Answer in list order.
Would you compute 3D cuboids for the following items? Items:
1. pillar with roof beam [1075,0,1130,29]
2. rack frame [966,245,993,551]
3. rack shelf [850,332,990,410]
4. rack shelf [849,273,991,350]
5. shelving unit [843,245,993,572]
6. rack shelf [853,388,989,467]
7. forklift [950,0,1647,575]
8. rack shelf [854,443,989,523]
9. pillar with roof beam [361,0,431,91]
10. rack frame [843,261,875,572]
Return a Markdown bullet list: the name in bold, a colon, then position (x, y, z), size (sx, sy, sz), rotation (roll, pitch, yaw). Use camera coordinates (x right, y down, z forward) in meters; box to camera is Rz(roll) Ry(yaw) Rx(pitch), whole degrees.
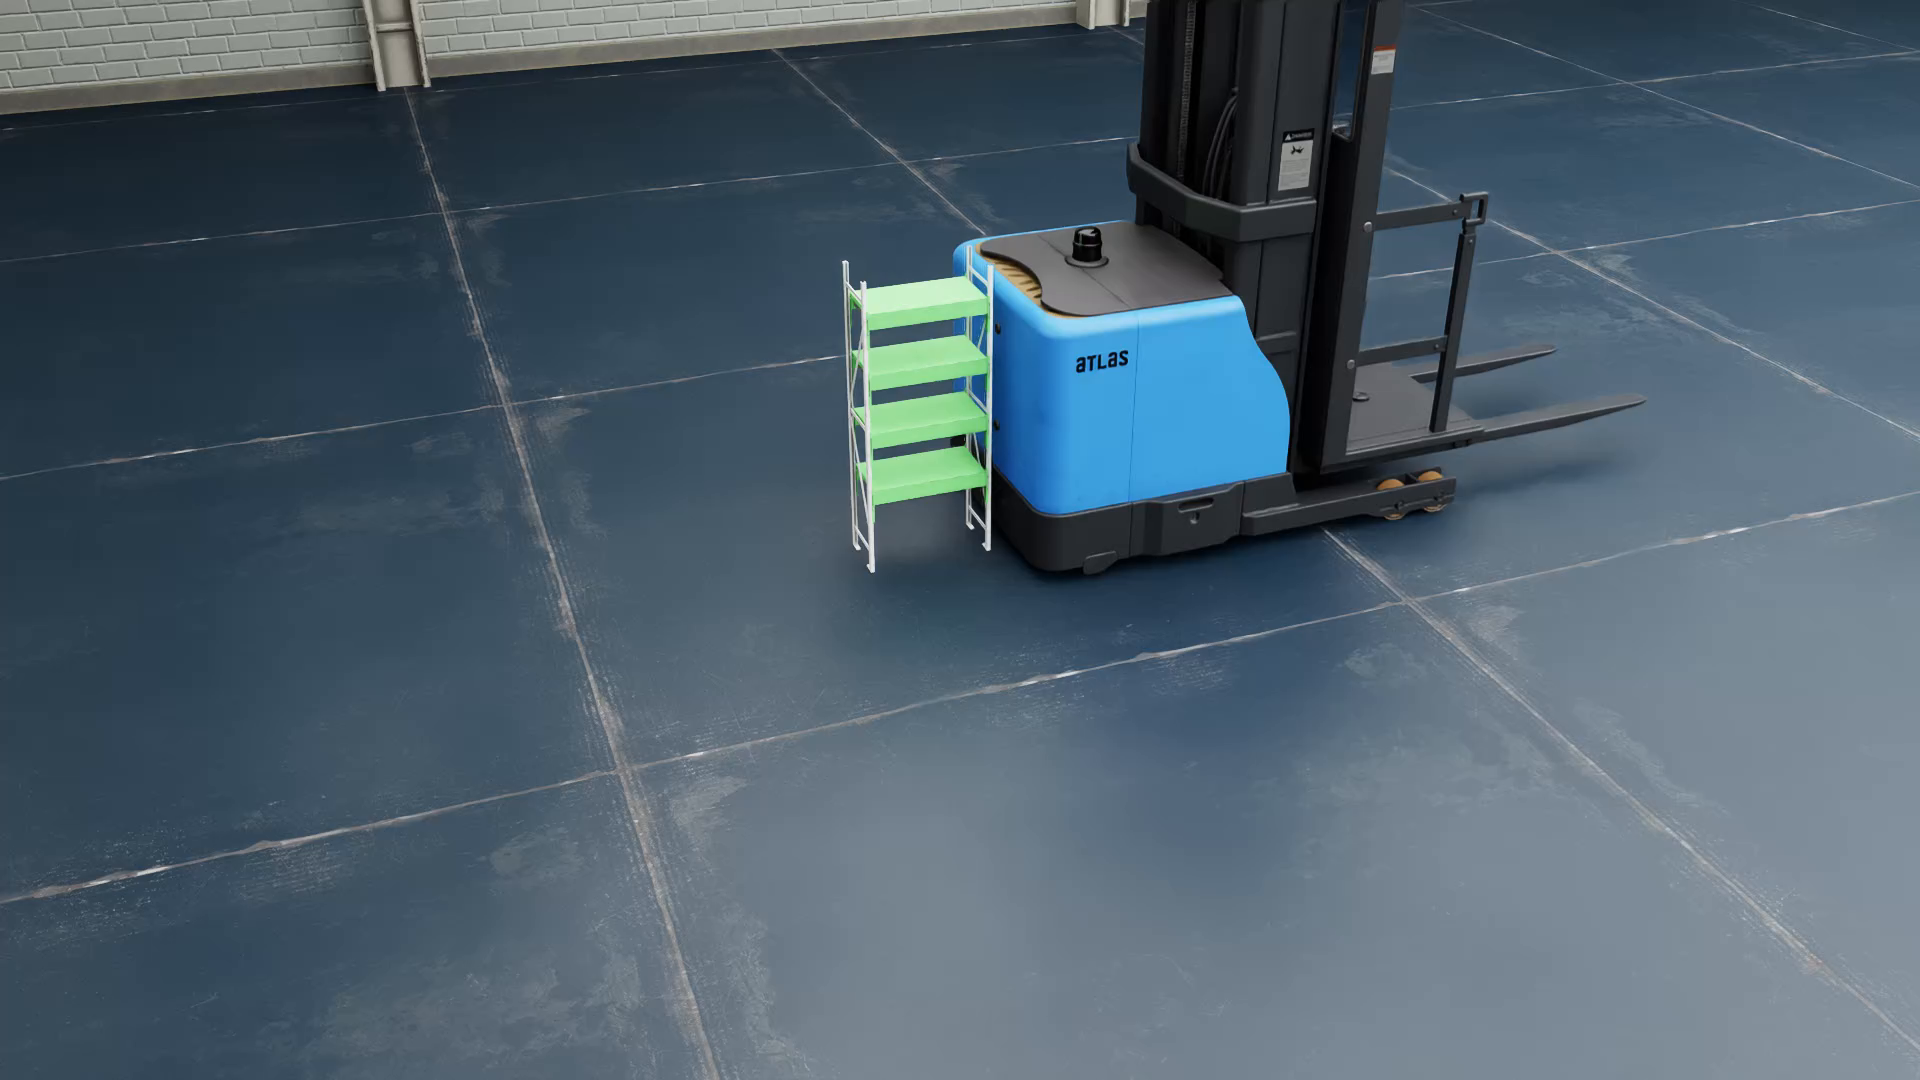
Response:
- **pillar with roof beam**: position (2.767, -6.517, 9.098), size (0.400, 9.000, 9.100), rotation (-10, 31, -18)
- **rack frame**: position (0.074, -0.535, 6.477), size (0.015, 1.200, 0.240), rotation (-10, 31, -18)
- **rack shelf**: position (-0.155, -0.646, 6.316), size (0.480, 0.148, 0.258), rotation (-10, 31, -18)
- **rack shelf**: position (-0.155, -0.854, 6.197), size (0.480, 0.148, 0.258), rotation (-10, 31, -18)
- **shelving unit**: position (-0.155, -0.493, 6.403), size (0.503, 1.200, 0.258), rotation (-10, 31, -18)
- **rack shelf**: position (-0.155, -0.437, 6.434), size (0.480, 0.148, 0.258), rotation (-10, 31, -18)
- **forklift**: position (1.529, -1.588, 6.577), size (3.031, 2.935, 1.130), rotation (-11, 31, -18)
- **rack shelf**: position (-0.155, -0.229, 6.553), size (0.480, 0.148, 0.258), rotation (-10, 31, -18)
- **pillar with roof beam**: position (-2.857, -5.481, 7.280), size (0.400, 9.000, 9.100), rotation (-10, 31, -18)
- **rack frame**: position (-0.384, -0.451, 6.329), size (0.015, 1.200, 0.240), rotation (-10, 31, -18)
